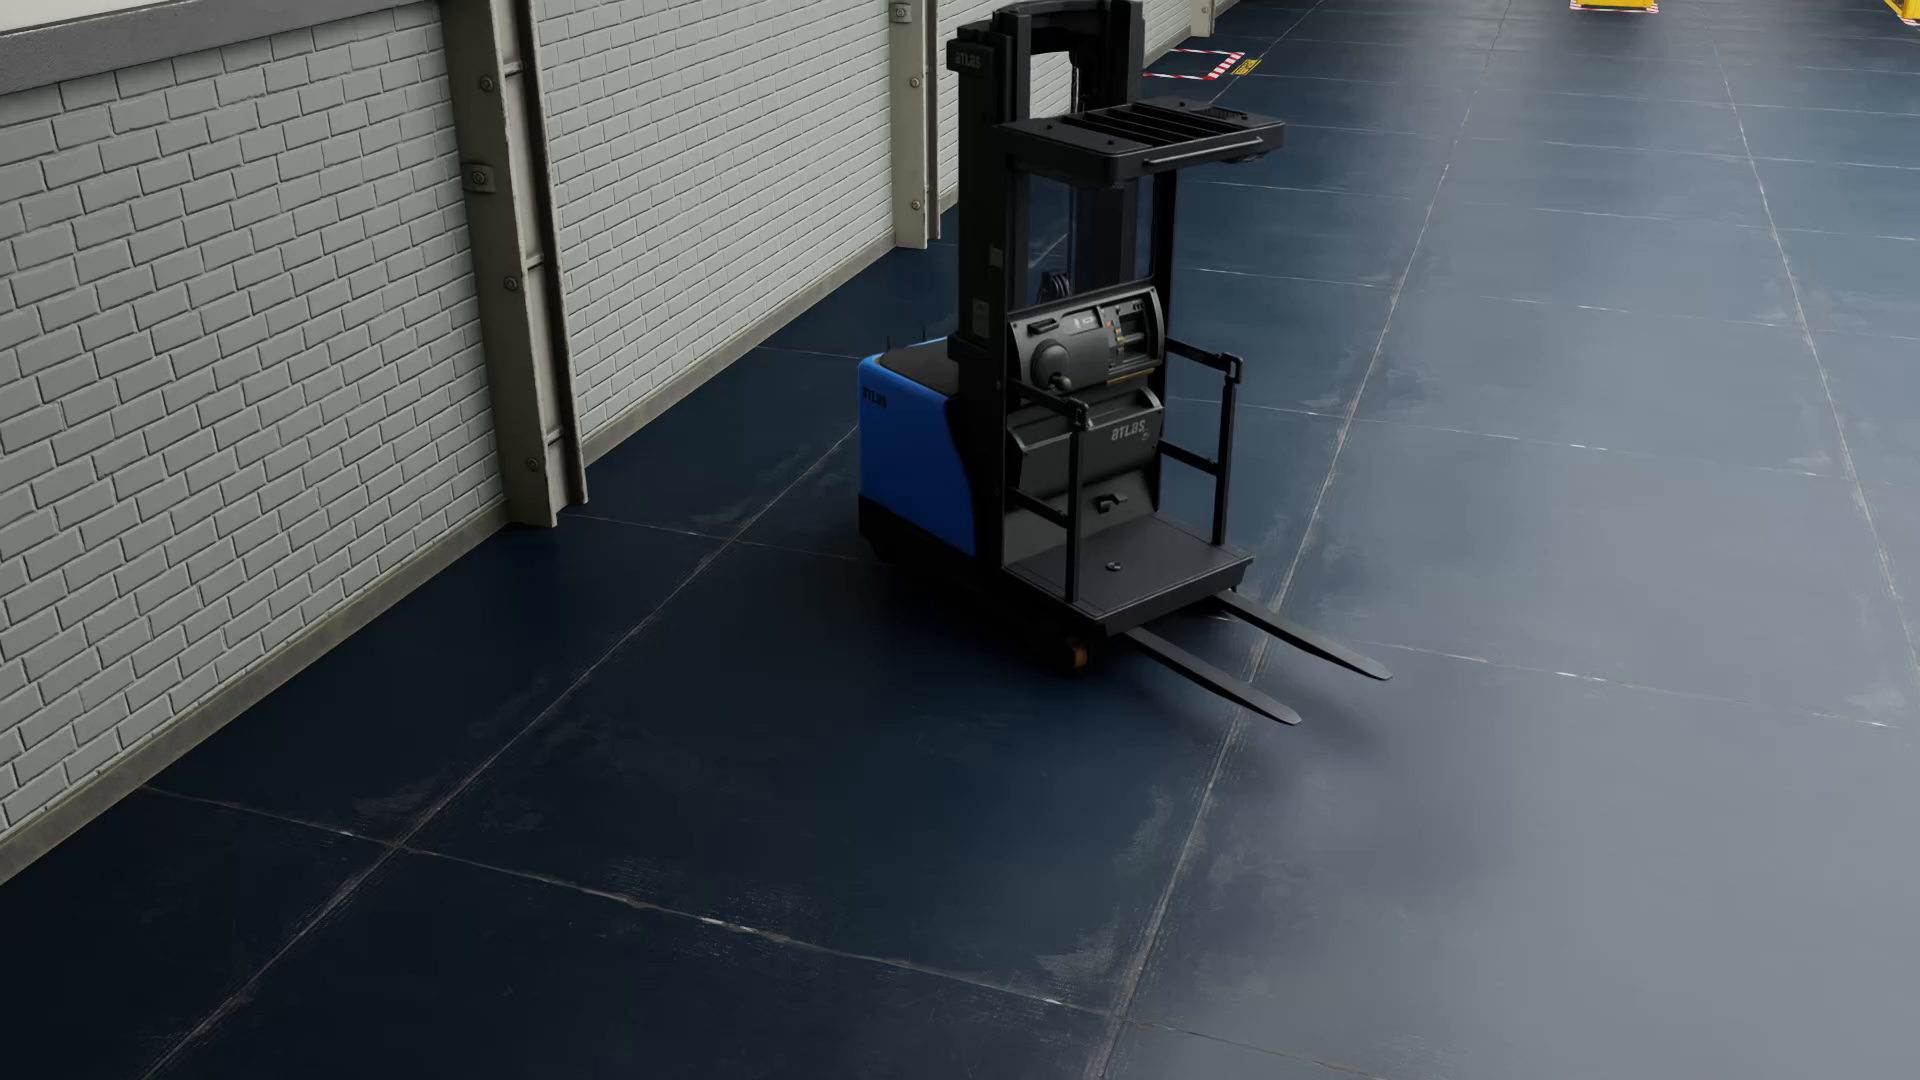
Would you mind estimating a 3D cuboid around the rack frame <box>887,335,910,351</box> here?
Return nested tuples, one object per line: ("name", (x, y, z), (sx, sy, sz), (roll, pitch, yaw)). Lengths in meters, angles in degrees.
("rack frame", (-0.337, -0.626, 9.337), (0.008, 1.050, 0.200), (-19, 31, -34))

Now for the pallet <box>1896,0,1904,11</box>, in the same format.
("pallet", (15.786, -8.651, 26.875), (1.003, 0.211, 1.213), (9, 27, 17))

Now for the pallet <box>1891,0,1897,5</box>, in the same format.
("pallet", (16.194, -9.151, 27.907), (1.003, 0.211, 1.213), (9, 27, 17))

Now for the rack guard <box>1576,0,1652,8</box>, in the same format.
("rack guard", (10.852, -9.120, 27.512), (1.175, 0.500, 0.348), (9, 27, 17))

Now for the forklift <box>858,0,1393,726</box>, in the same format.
("forklift", (0.749, -0.936, 7.819), (1.130, 2.935, 3.031), (-19, 32, -34))

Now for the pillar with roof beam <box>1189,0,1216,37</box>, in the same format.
("pillar with roof beam", (7.668, -10.995, 21.632), (9.100, 9.000, 0.400), (9, 27, 17))

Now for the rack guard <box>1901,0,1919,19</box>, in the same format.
("rack guard", (15.511, -8.448, 26.124), (1.175, 0.500, 0.348), (9, 27, 17))

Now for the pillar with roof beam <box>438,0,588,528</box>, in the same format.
("pillar with roof beam", (1.678, -3.598, 6.355), (9.100, 9.000, 0.400), (9, 27, 17))

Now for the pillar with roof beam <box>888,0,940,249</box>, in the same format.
("pillar with roof beam", (3.674, -6.064, 11.447), (9.100, 9.000, 0.400), (9, 27, 17))

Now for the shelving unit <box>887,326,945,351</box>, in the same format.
("shelving unit", (-0.241, -0.659, 9.405), (0.252, 1.050, 0.215), (-19, 31, -34))

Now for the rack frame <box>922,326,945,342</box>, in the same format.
("rack frame", (-0.145, -0.692, 9.473), (0.008, 1.050, 0.200), (-19, 31, -34))
